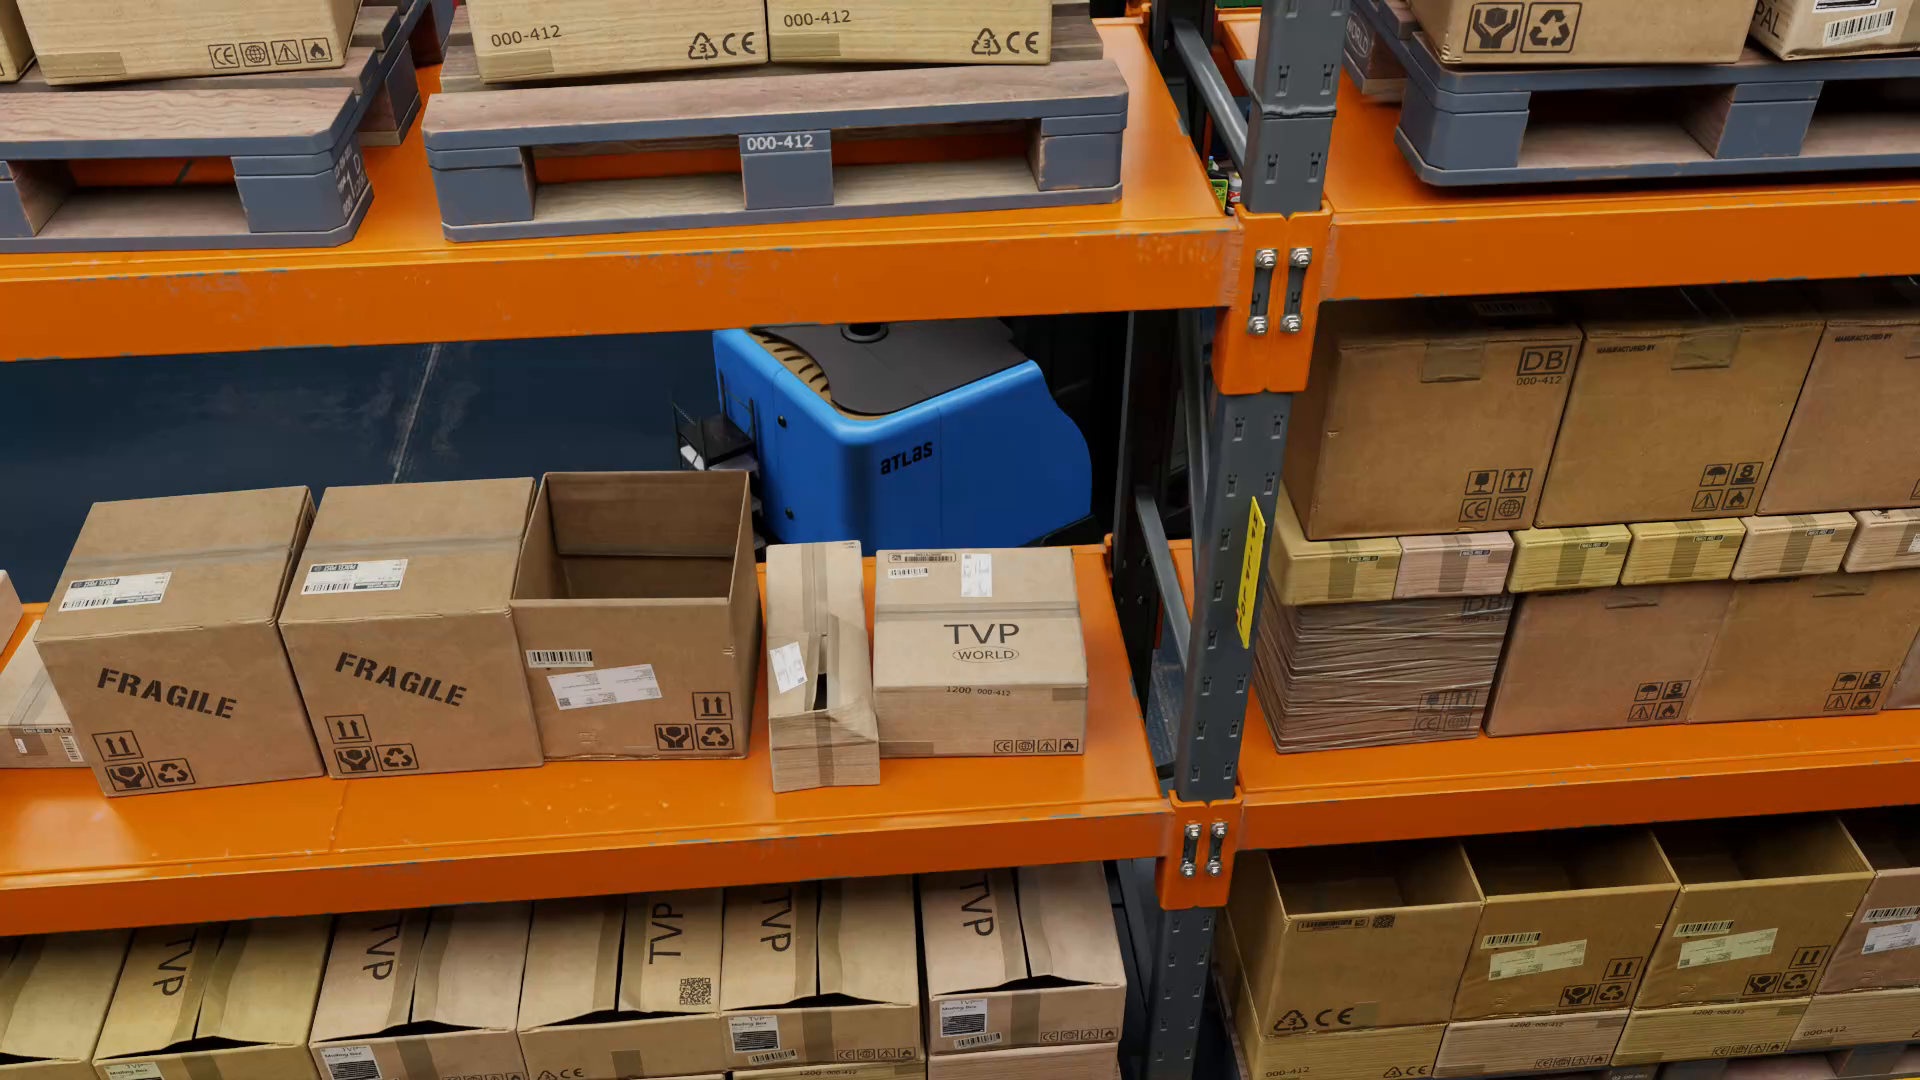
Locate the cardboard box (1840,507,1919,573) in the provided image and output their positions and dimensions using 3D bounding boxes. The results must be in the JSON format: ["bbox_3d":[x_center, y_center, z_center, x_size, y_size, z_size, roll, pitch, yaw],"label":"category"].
[{"bbox_3d":[2.097,-0.105,3.857,0.250,0.149,0.380,-4,38,-5],"label":"cardboard box"}]

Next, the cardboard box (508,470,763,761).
[{"bbox_3d":[-0.762,0.179,4.021,0.500,0.500,0.500,-1,38,-1],"label":"cardboard box"}]

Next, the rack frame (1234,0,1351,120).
[{"bbox_3d":[0.529,-2.198,2.271,0.127,3.000,1.000,-3,38,-4],"label":"rack frame"}]

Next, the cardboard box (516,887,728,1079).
[{"bbox_3d":[-0.864,1.109,4.351,0.500,0.311,0.500,-3,38,-4],"label":"cardboard box"}]

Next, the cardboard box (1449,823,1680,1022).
[{"bbox_3d":[1.516,0.913,4.447,0.500,0.500,0.500,-3,38,-4],"label":"cardboard box"}]

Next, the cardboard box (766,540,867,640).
[{"bbox_3d":[-0.372,0.178,4.305,0.250,0.149,0.380,-3,38,-4],"label":"cardboard box"}]

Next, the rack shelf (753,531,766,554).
[{"bbox_3d":[-0.894,-0.003,6.372,0.200,0.077,0.258,-24,44,-27],"label":"rack shelf"}]

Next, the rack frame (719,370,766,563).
[{"bbox_3d":[-0.811,-0.207,6.286,0.006,0.900,0.240,-24,44,-27],"label":"rack frame"}]

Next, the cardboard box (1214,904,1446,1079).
[{"bbox_3d":[1.018,1.234,4.646,0.500,0.250,0.500,-3,38,-4],"label":"cardboard box"}]

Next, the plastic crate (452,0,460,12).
[{"bbox_3d":[-2.254,-2.605,7.578,0.583,0.464,0.402,-3,38,-4],"label":"plastic crate"}]

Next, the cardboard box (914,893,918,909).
[{"bbox_3d":[0.105,0.941,5.016,0.500,0.250,0.500,-4,38,-5],"label":"cardboard box"}]

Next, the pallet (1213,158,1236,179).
[{"bbox_3d":[1.985,-1.884,8.968,1.213,0.211,1.003,-3,38,-4],"label":"pallet"}]

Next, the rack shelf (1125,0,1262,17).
[{"bbox_3d":[2.086,-2.726,8.365,4.000,0.370,1.077,-3,38,-4],"label":"rack shelf"}]

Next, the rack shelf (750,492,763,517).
[{"bbox_3d":[-0.894,-0.145,6.261,0.200,0.077,0.258,-24,44,-27],"label":"rack shelf"}]

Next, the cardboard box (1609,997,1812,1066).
[{"bbox_3d":[2.015,1.185,4.707,0.500,0.250,0.500,-3,38,-4],"label":"cardboard box"}]

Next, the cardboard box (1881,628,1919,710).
[{"bbox_3d":[2.505,0.003,4.244,0.500,0.500,0.700,-2,38,-3],"label":"cardboard box"}]

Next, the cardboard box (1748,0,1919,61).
[{"bbox_3d":[1.592,-1.100,2.920,0.500,0.311,0.500,-5,39,-6],"label":"cardboard box"}]

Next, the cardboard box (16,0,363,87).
[{"bbox_3d":[-1.381,-1.059,3.031,0.500,0.250,0.500,-6,39,-8],"label":"cardboard box"}]

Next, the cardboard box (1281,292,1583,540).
[{"bbox_3d":[0.971,-0.420,3.732,0.500,0.500,0.700,-3,38,-4],"label":"cardboard box"}]

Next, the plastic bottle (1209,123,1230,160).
[{"bbox_3d":[1.395,-2.188,8.939,0.133,0.283,0.061,-3,38,-4],"label":"plastic bottle"}]

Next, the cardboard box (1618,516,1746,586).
[{"bbox_3d":[1.582,-0.076,3.821,0.250,0.149,0.380,-3,38,-4],"label":"cardboard box"}]

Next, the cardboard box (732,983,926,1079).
[{"bbox_3d":[-0.362,1.300,4.561,0.500,0.250,0.500,-4,38,-5],"label":"cardboard box"}]

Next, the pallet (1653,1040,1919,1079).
[{"bbox_3d":[2.543,1.165,5.103,1.213,0.211,1.003,-3,38,-4],"label":"pallet"}]

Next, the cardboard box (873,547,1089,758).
[{"bbox_3d":[0.043,0.270,4.107,0.500,0.250,0.500,-1,38,-1],"label":"cardboard box"}]

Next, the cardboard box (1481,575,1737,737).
[{"bbox_3d":[1.495,0.057,4.176,0.500,0.500,0.700,-4,38,-4],"label":"cardboard box"}]

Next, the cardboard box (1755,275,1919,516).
[{"bbox_3d":[1.973,-0.475,3.802,0.500,0.500,0.700,-3,38,-4],"label":"cardboard box"}]

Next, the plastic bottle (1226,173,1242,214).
[{"bbox_3d":[1.407,-1.773,8.479,0.097,0.201,0.097,0,38,0],"label":"plastic bottle"}]

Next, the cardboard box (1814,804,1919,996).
[{"bbox_3d":[2.513,0.862,4.512,0.500,0.500,0.500,-3,38,-4],"label":"cardboard box"}]

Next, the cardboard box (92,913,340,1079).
[{"bbox_3d":[-1.877,1.163,4.282,0.500,0.311,0.500,-4,38,-5],"label":"cardboard box"}]

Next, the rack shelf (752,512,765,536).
[{"bbox_3d":[-0.894,-0.074,6.316,0.200,0.077,0.258,-24,44,-27],"label":"rack shelf"}]

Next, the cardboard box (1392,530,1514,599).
[{"bbox_3d":[1.064,-0.046,3.782,0.250,0.149,0.380,-3,38,-3],"label":"cardboard box"}]

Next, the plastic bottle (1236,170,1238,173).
[{"bbox_3d":[1.508,-1.914,8.599,0.135,0.276,0.152,-3,38,-4],"label":"plastic bottle"}]

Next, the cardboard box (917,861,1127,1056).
[{"bbox_3d":[0.151,1.051,4.425,0.500,0.311,0.500,-3,38,-4],"label":"cardboard box"}]

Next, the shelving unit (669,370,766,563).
[{"bbox_3d":[-0.894,-0.171,6.240,0.210,0.900,0.258,-24,44,-27],"label":"shelving unit"}]

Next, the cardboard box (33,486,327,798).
[{"bbox_3d":[-1.785,0.235,3.949,0.500,0.500,0.500,-5,39,-6],"label":"cardboard box"}]

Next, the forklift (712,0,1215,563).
[{"bbox_3d":[0.573,-1.425,6.190,3.031,2.935,1.130,-24,44,-27],"label":"forklift"}]

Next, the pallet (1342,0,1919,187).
[{"bbox_3d":[1.376,-1.048,3.307,1.213,0.211,1.003,-3,38,-4],"label":"pallet"}]

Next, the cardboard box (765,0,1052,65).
[{"bbox_3d":[-0.086,-1.098,3.081,0.500,0.250,0.500,1,38,1],"label":"cardboard box"}]

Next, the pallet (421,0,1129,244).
[{"bbox_3d":[-0.348,-0.889,3.188,1.217,0.209,0.805,-5,39,-6],"label":"pallet"}]

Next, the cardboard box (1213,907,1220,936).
[{"bbox_3d":[0.972,0.912,5.054,0.500,0.250,0.500,-3,38,-4],"label":"cardboard box"}]

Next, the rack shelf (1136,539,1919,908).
[{"bbox_3d":[2.521,0.330,4.491,4.000,0.370,1.077,-3,38,-4],"label":"rack shelf"}]

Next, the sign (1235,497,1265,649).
[{"bbox_3d":[0.587,0.068,3.371,0.005,0.325,0.100,-3,38,-4],"label":"sign"}]
